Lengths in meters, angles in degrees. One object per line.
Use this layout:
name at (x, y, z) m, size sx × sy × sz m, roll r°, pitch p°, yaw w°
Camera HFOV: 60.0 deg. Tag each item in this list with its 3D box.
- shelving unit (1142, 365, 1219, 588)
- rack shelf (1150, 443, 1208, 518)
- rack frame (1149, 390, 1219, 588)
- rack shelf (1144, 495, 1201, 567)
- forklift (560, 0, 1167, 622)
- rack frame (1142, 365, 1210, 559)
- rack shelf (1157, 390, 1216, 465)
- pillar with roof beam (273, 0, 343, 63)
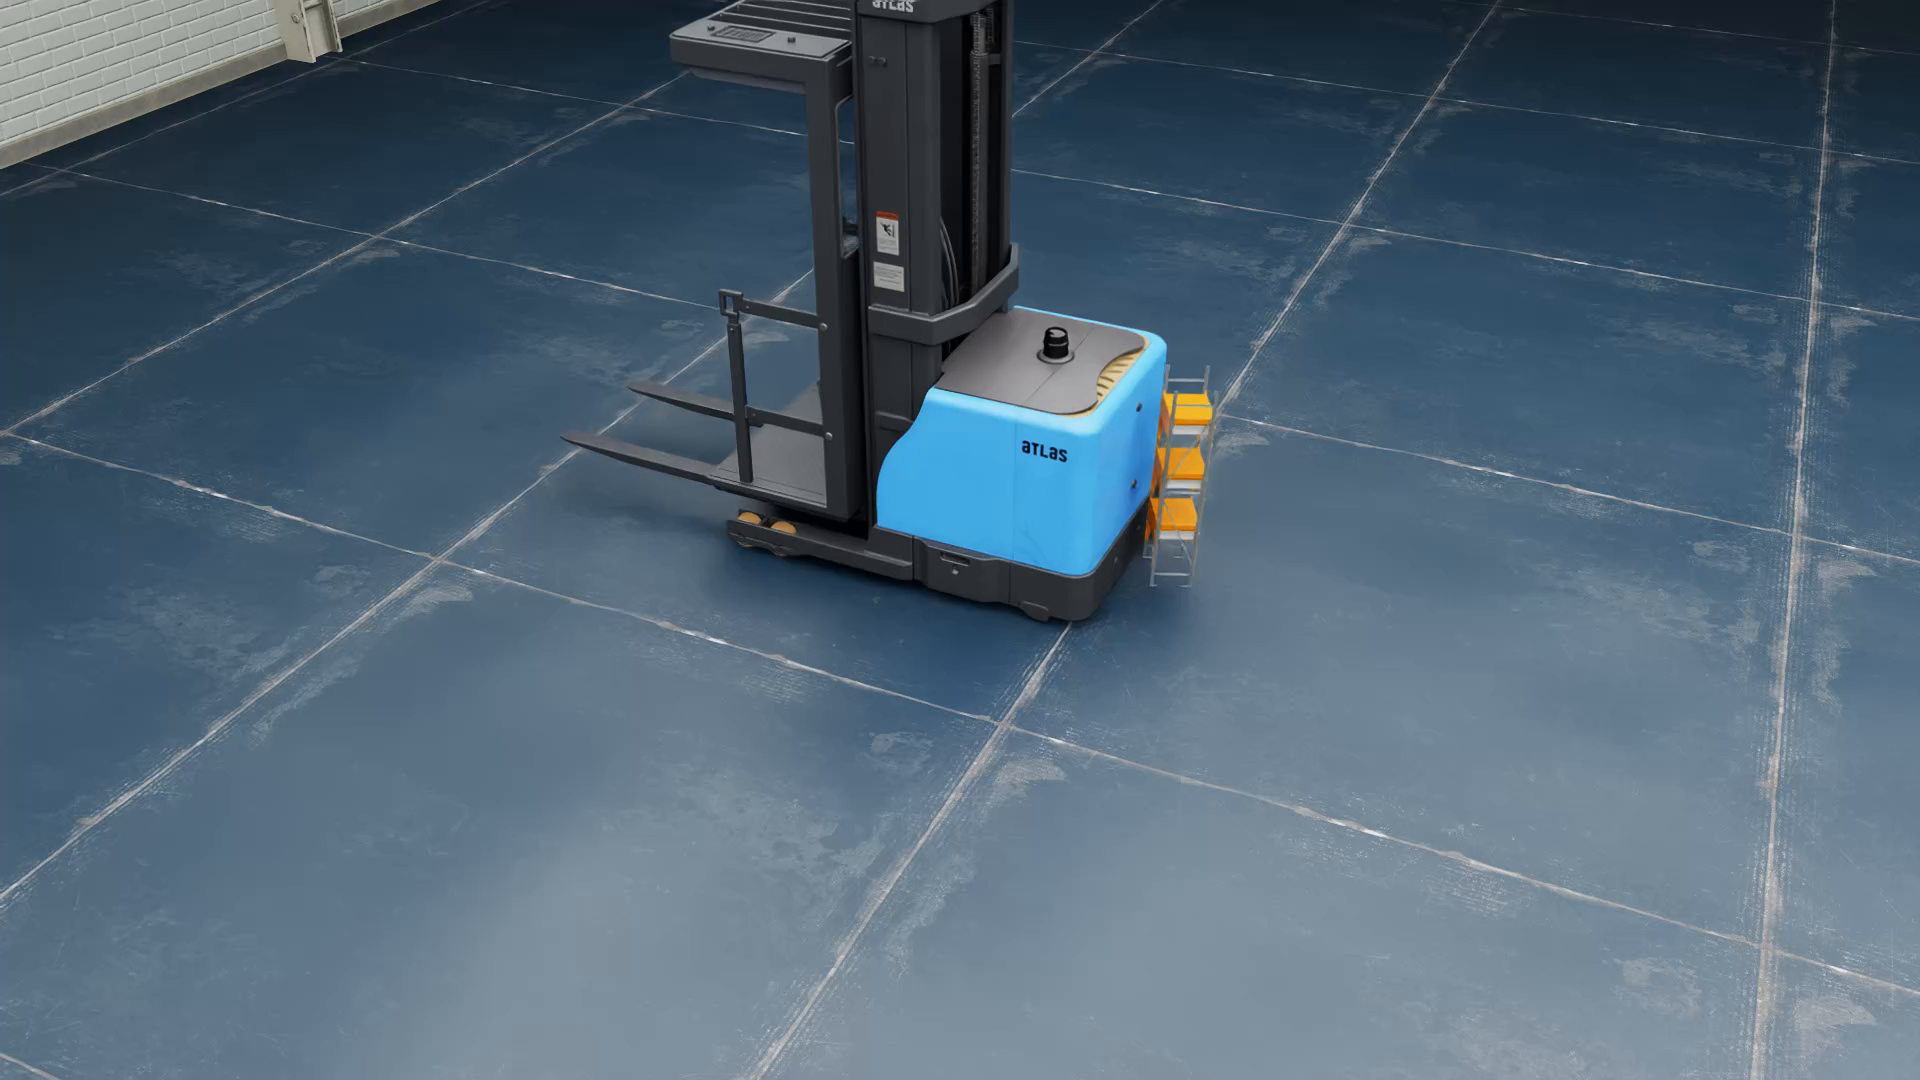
shelving unit at (1.016, -0.283, 7.716) m, size 0.215 × 1.050 × 0.252 m, roll 1°, pitch 33°, yaw -3°
rack shelf at (1.015, -0.274, 7.722) m, size 0.215 × 0.259 × 0.240 m, roll 1°, pitch 33°, yaw -3°
rack frame at (1.020, -0.216, 7.614) m, size 0.200 × 1.050 × 0.008 m, roll 1°, pitch 33°, yaw -3°
rack shelf at (1.003, -0.042, 7.874) m, size 0.215 × 0.259 × 0.240 m, roll 1°, pitch 33°, yaw -3°
forklift at (-0.579, -1.393, 7.701) m, size 3.031 × 2.935 × 1.130 m, roll 14°, pitch 36°, yaw 21°
rack frame at (1.011, -0.350, 7.818) m, size 0.200 × 1.050 × 0.008 m, roll 1°, pitch 33°, yaw -3°
rack shelf at (1.027, -0.512, 7.567) m, size 0.215 × 0.259 × 0.240 m, roll 1°, pitch 33°, yaw -3°
pillar with roof beam at (-1.864, -7.118, 10.898) m, size 9.100 × 9.000 × 0.400 m, roll 14°, pitch 36°, yaw 20°
